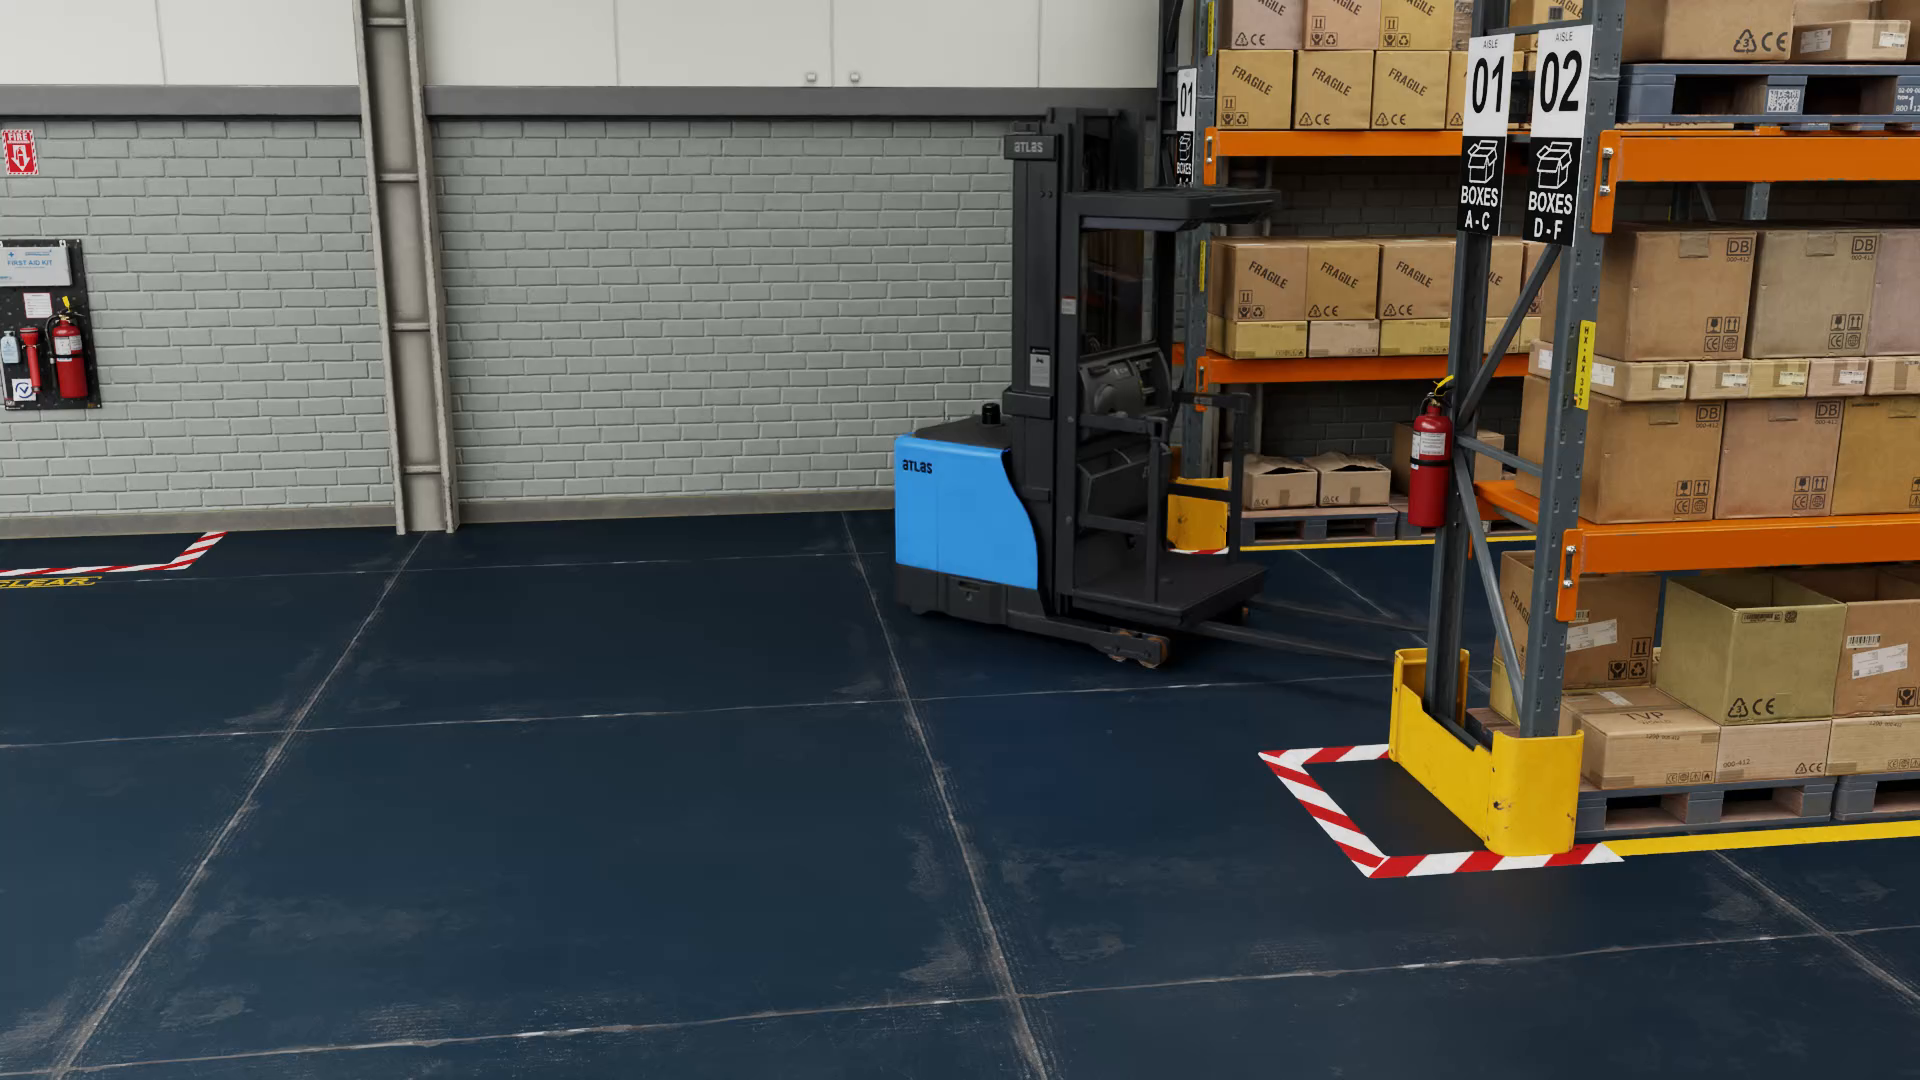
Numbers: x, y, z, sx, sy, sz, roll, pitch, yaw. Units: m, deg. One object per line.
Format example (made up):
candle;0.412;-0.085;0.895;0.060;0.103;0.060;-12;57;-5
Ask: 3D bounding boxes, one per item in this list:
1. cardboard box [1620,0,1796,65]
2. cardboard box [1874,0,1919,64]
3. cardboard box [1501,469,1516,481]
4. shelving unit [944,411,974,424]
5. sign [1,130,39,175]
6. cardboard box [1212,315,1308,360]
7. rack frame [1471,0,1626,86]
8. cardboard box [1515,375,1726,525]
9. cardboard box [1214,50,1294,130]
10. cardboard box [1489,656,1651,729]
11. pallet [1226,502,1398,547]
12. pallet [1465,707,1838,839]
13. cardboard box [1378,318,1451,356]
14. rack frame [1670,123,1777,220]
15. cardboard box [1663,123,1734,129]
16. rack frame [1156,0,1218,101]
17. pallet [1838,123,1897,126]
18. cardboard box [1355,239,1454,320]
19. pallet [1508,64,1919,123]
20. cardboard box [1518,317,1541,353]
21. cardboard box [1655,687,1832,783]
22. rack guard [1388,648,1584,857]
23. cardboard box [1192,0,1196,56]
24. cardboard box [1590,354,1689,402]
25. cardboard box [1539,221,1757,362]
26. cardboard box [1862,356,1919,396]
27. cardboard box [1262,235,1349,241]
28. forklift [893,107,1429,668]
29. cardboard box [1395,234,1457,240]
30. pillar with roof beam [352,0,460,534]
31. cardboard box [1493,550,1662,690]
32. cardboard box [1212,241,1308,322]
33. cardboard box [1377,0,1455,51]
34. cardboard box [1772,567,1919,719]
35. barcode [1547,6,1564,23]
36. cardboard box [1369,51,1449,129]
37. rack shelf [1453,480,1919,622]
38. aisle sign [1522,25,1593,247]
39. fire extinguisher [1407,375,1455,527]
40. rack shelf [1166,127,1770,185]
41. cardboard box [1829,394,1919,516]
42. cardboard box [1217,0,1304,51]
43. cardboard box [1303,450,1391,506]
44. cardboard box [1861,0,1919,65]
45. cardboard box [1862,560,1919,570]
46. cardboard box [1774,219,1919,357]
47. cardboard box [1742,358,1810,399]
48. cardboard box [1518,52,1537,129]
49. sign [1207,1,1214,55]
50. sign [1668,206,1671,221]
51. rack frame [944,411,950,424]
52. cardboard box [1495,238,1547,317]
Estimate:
cardboard box;2.831;-2.127;6.509;0.637;0.503;0.797;-1;14;-4
cardboard box;3.945;-2.100;6.408;0.500;0.500;0.500;-2;14;-8
cardboard box;3.891;-0.445;12.285;0.250;0.149;0.380;-3;14;-13
shelving unit;0.008;-0.437;11.614;0.210;0.900;0.258;-2;14;-8
sign;-6.322;-2.606;11.182;0.199;0.298;0.001;-2;14;-8
cardboard box;2.050;-1.401;11.408;0.500;0.250;0.500;-3;14;-10
rack frame;2.262;-3.241;6.146;0.127;3.000;1.000;-2;14;-8
cardboard box;2.725;-0.393;6.918;0.500;0.500;0.700;-2;14;-8
cardboard box;1.888;-2.988;11.055;0.500;0.500;0.500;-2;14;-7
cardboard box;2.748;0.708;7.520;0.500;0.250;0.500;-2;14;-8
pallet;2.404;-0.194;12.060;1.213;0.211;1.003;-2;14;-8
pallet;3.012;0.984;7.365;1.213;0.211;1.003;-2;14;-8
cardboard box;3.066;-1.440;11.564;0.500;0.250;0.500;-2;14;-9
rack frame;5.476;-1.667;12.204;0.127;3.000;1.000;-2;14;-8
cardboard box;5.010;-3.103;11.514;0.500;0.500;0.500;-2;14;-7
rack frame;1.520;-4.432;10.896;0.127;3.000;1.000;-2;14;-8
pallet;7.127;-3.066;12.002;1.003;0.211;1.213;-2;14;-8
cardboard box;3.039;-1.801;11.462;0.500;0.500;0.500;-3;14;-10
pallet;2.965;-1.762;6.599;1.213;0.211;1.003;-2;14;-8
cardboard box;4.063;-1.476;11.709;0.500;0.250;0.500;-2;14;-9
cardboard box;3.319;0.814;7.099;0.500;0.250;0.500;-2;14;-8
rack guard;2.238;0.882;7.176;0.348;0.500;1.175;-2;14;-8
cardboard box;1.908;-3.599;11.438;0.500;0.500;0.500;-1;14;-6
cardboard box;2.682;-0.657;6.634;0.250;0.149;0.380;-2;14;-9
cardboard box;2.778;-1.025;6.768;0.500;0.500;0.700;-2;14;-8
cardboard box;3.703;-0.694;6.785;0.250;0.149;0.380;-3;14;-10
cardboard box;2.454;-1.907;11.886;0.500;0.500;0.500;-2;14;-8
forklift;1.096;-0.878;9.198;3.031;2.935;1.130;10;17;34
cardboard box;3.462;-1.945;12.038;0.500;0.500;0.500;-2;14;-8
pillar with roof beam;-3.208;-3.413;6.831;0.400;9.000;9.100;-2;14;-8
cardboard box;2.748;0.344;7.430;0.500;0.500;0.500;-2;14;-8
cardboard box;2.037;-1.768;11.331;0.500;0.500;0.500;-2;14;-8
cardboard box;2.946;-3.503;11.056;0.500;0.500;0.500;-2;14;-7
cardboard box;3.812;0.430;7.090;0.500;0.500;0.500;-2;14;-8
barcode;2.488;-2.194;6.946;0.075;0.075;0.001;-2;14;-8
cardboard box;2.937;-3.018;11.177;0.500;0.500;0.500;-1;14;-6
rack shelf;4.239;-0.055;7.252;4.000;0.370;1.077;-2;14;-8
aisle sign;2.242;-1.516;6.256;0.004;0.787;0.394;-2;14;-8
fire extinguisher;2.076;-0.401;7.313;0.183;0.674;0.296;-2;14;-8
rack shelf;3.498;-2.701;11.638;4.000;0.370;1.077;-2;14;-8
cardboard box;3.736;-0.430;7.065;0.500;0.500;0.700;-2;14;-8
cardboard box;1.937;-3.476;10.948;0.500;0.500;0.500;-3;14;-12
cardboard box;2.781;-0.456;11.996;0.500;0.311;0.500;-1;14;-4
cardboard box;3.911;-2.140;6.953;0.500;0.311;0.500;0;14;-2
cardboard box;4.229;0.287;7.660;0.500;0.500;0.500;-2;14;-8
cardboard box;3.795;-1.063;6.923;0.500;0.500;0.700;-2;14;-8
cardboard box;3.189;-0.675;6.710;0.250;0.149;0.380;-2;14;-8
cardboard box;3.969;-3.058;11.337;0.500;0.500;0.500;-3;14;-11
sign;1.601;-3.271;10.634;0.005;0.325;0.100;-2;14;-8
sign;5.389;-2.362;12.595;0.005;0.325;0.100;-2;14;-8
rack frame;-0.093;-0.433;11.599;0.006;0.900;0.240;-2;14;-8
cardboard box;4.062;-1.841;11.624;0.500;0.500;0.500;-3;14;-10
